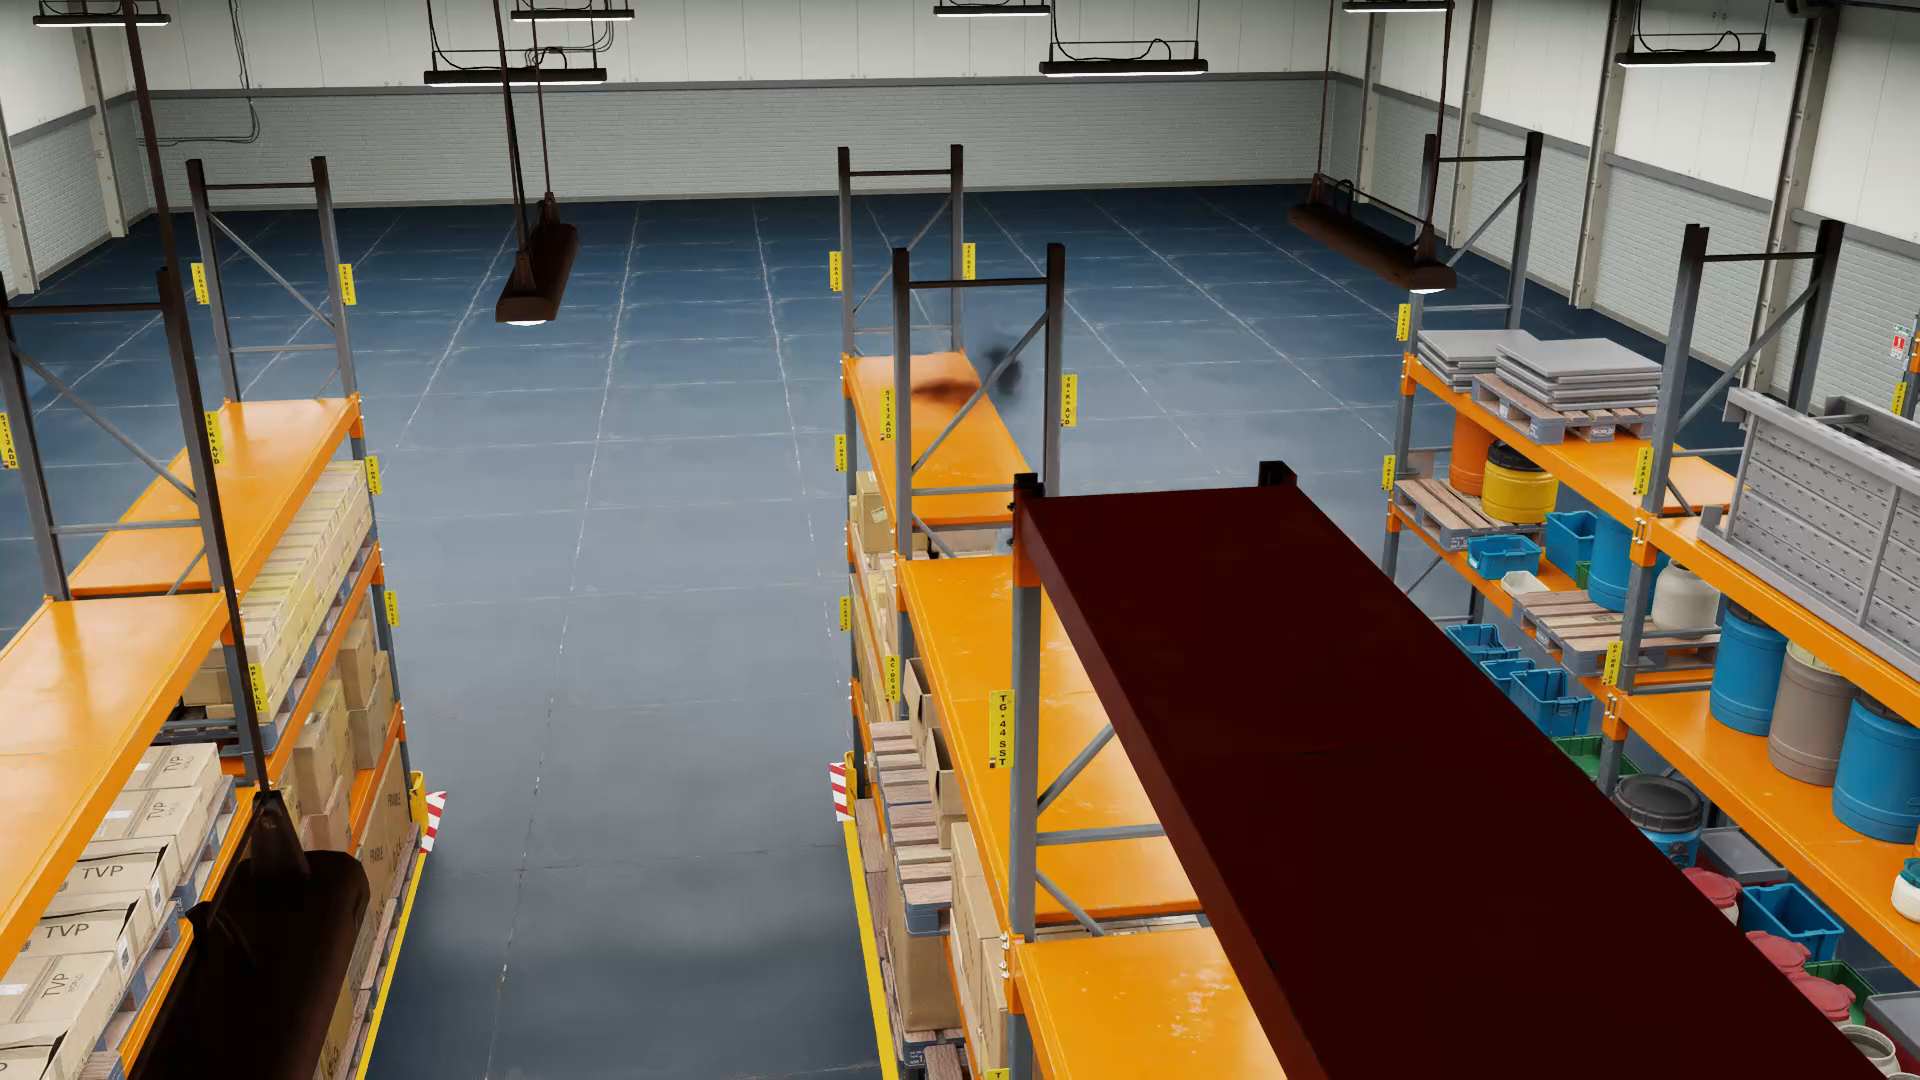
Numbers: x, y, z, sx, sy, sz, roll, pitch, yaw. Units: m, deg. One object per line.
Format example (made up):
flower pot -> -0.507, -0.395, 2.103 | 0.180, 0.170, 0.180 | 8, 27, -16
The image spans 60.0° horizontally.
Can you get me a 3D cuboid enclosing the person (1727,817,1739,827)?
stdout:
person -> 6.521, 2.287, 13.583 | 0.592, 1.742, 0.783 | -4, 22, -10
